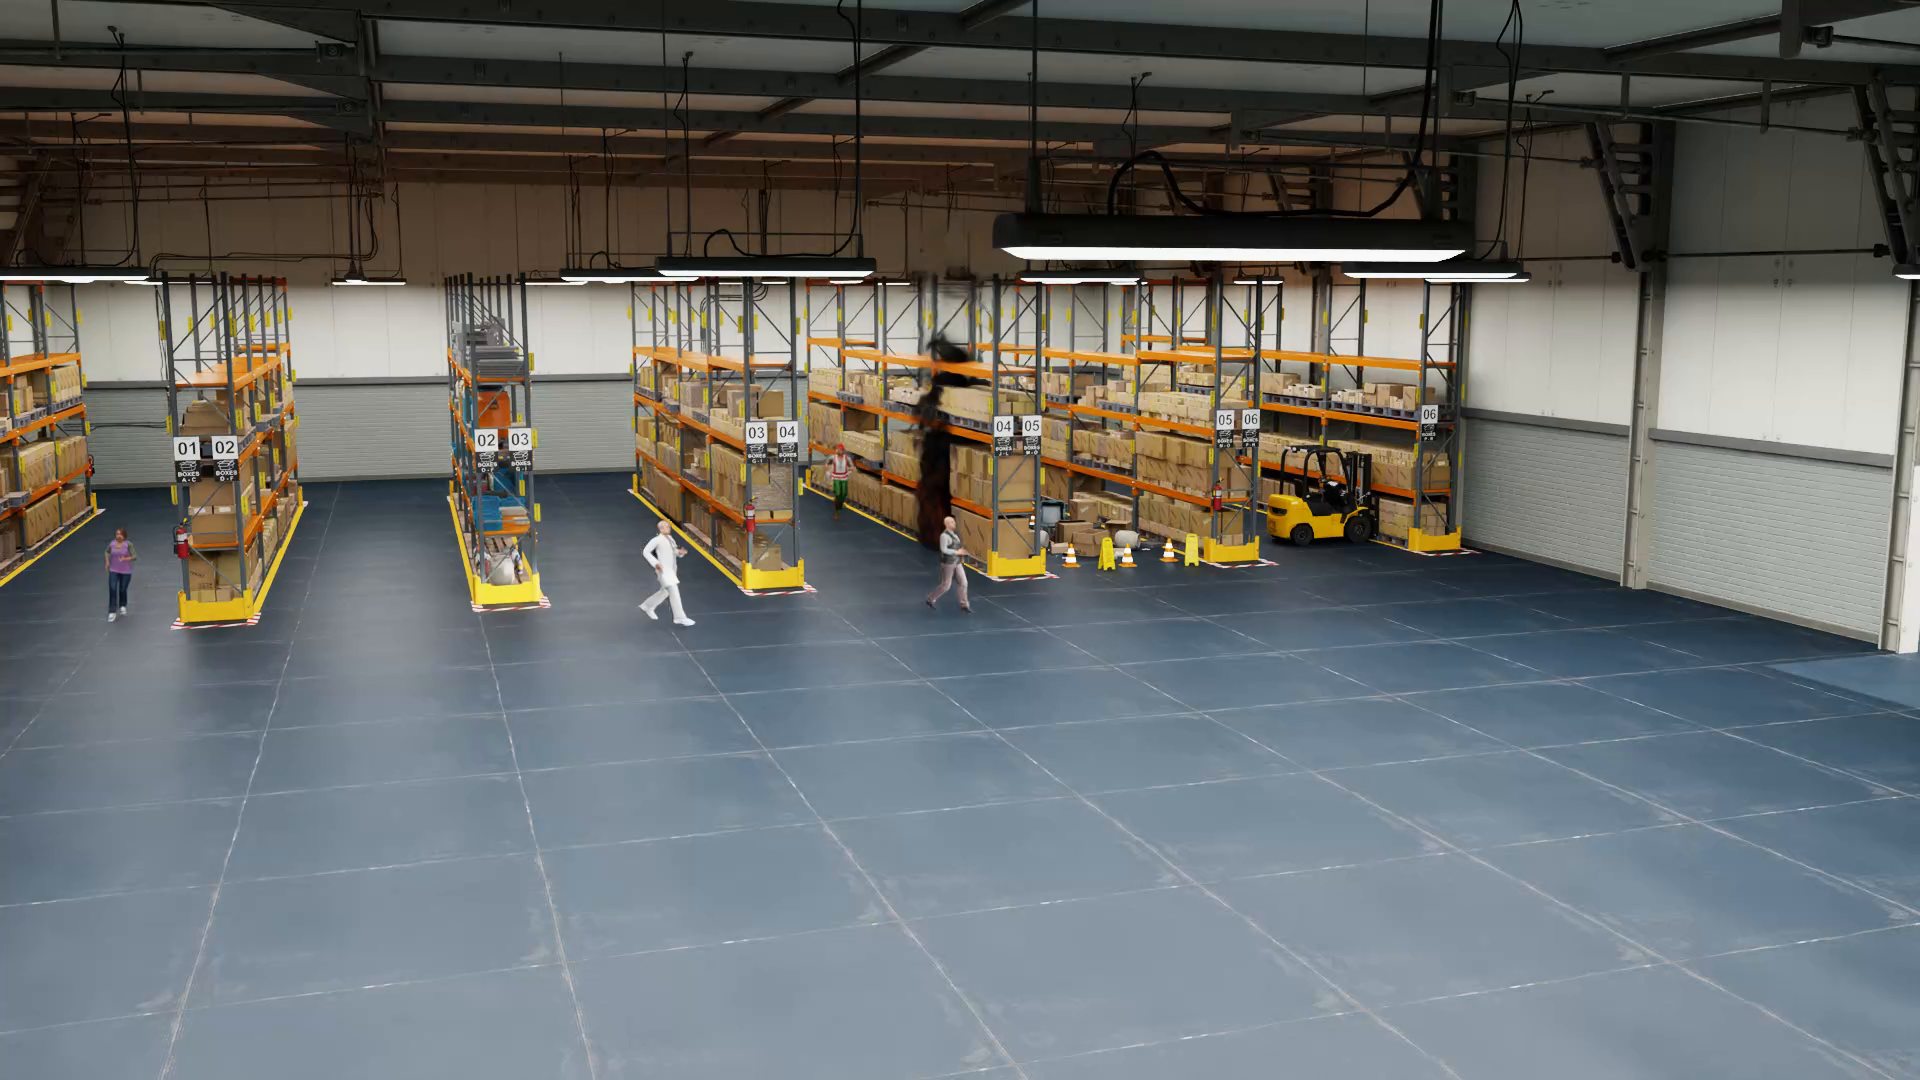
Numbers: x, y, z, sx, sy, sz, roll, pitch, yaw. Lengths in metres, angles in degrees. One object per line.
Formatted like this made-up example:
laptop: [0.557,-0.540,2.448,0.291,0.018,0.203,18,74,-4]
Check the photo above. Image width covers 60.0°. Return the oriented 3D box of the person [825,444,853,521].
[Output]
person: [-2.883,-1.403,40.191,0.642,1.851,0.739,-3,9,-19]

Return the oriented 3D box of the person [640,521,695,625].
person: [-5.023,0.547,28.396,1.065,1.762,0.704,2,9,14]

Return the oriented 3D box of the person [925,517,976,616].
person: [-0.172,0.457,29.371,0.918,1.748,0.668,4,10,26]

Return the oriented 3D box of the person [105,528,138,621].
person: [-14.591,0.568,28.916,0.551,1.558,0.871,-3,9,-17]
